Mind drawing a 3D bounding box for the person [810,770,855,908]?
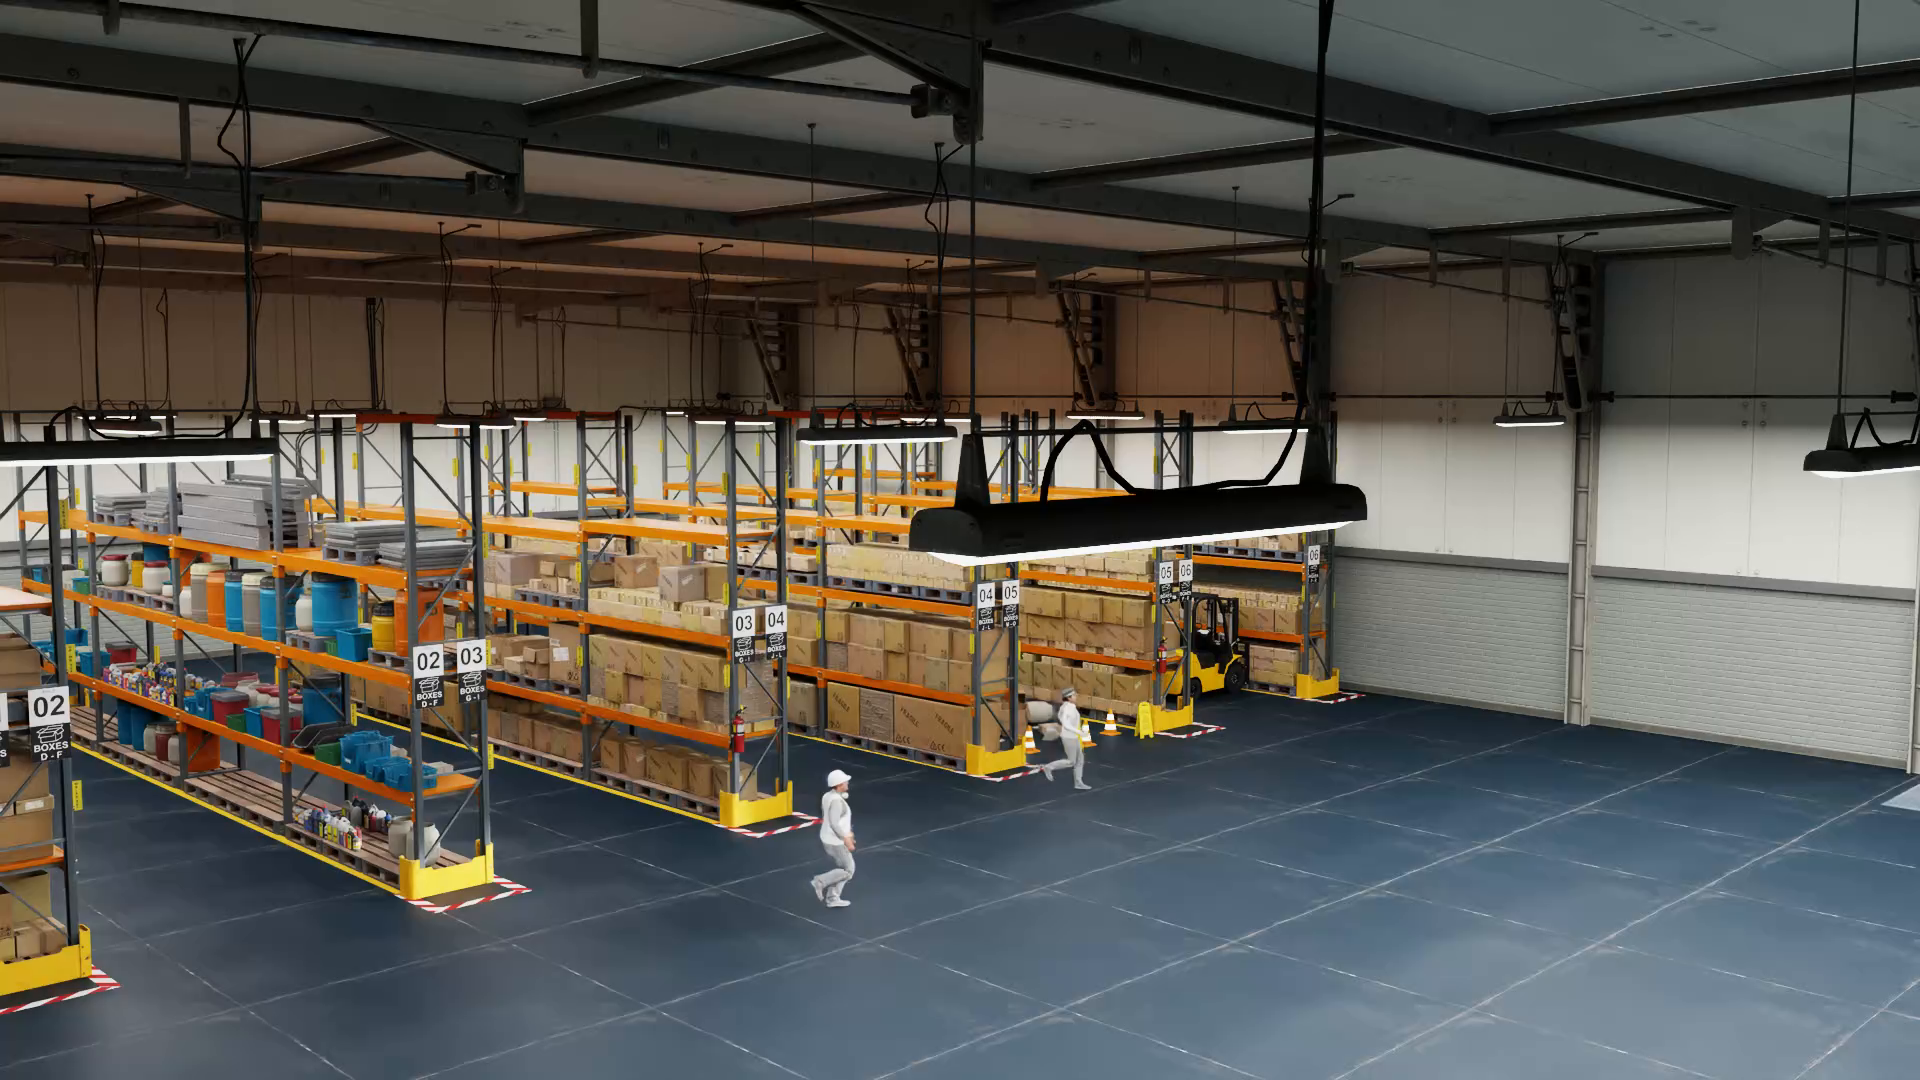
[{"bbox_3d":[-1.573,3.697,20.535,0.616,1.723,0.648,-1,5,-16],"label":"person"}]

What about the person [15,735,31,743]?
[{"bbox_3d":[-15.322,3.124,27.304,0.811,1.683,0.628,4,6,36],"label":"person"}]

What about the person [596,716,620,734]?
[{"bbox_3d":[-6.666,2.746,31.213,0.886,1.757,0.698,5,7,42],"label":"person"}]

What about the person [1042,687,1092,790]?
[{"bbox_3d":[1.725,3.184,26.748,0.795,1.683,0.630,0,5,5],"label":"person"}]
